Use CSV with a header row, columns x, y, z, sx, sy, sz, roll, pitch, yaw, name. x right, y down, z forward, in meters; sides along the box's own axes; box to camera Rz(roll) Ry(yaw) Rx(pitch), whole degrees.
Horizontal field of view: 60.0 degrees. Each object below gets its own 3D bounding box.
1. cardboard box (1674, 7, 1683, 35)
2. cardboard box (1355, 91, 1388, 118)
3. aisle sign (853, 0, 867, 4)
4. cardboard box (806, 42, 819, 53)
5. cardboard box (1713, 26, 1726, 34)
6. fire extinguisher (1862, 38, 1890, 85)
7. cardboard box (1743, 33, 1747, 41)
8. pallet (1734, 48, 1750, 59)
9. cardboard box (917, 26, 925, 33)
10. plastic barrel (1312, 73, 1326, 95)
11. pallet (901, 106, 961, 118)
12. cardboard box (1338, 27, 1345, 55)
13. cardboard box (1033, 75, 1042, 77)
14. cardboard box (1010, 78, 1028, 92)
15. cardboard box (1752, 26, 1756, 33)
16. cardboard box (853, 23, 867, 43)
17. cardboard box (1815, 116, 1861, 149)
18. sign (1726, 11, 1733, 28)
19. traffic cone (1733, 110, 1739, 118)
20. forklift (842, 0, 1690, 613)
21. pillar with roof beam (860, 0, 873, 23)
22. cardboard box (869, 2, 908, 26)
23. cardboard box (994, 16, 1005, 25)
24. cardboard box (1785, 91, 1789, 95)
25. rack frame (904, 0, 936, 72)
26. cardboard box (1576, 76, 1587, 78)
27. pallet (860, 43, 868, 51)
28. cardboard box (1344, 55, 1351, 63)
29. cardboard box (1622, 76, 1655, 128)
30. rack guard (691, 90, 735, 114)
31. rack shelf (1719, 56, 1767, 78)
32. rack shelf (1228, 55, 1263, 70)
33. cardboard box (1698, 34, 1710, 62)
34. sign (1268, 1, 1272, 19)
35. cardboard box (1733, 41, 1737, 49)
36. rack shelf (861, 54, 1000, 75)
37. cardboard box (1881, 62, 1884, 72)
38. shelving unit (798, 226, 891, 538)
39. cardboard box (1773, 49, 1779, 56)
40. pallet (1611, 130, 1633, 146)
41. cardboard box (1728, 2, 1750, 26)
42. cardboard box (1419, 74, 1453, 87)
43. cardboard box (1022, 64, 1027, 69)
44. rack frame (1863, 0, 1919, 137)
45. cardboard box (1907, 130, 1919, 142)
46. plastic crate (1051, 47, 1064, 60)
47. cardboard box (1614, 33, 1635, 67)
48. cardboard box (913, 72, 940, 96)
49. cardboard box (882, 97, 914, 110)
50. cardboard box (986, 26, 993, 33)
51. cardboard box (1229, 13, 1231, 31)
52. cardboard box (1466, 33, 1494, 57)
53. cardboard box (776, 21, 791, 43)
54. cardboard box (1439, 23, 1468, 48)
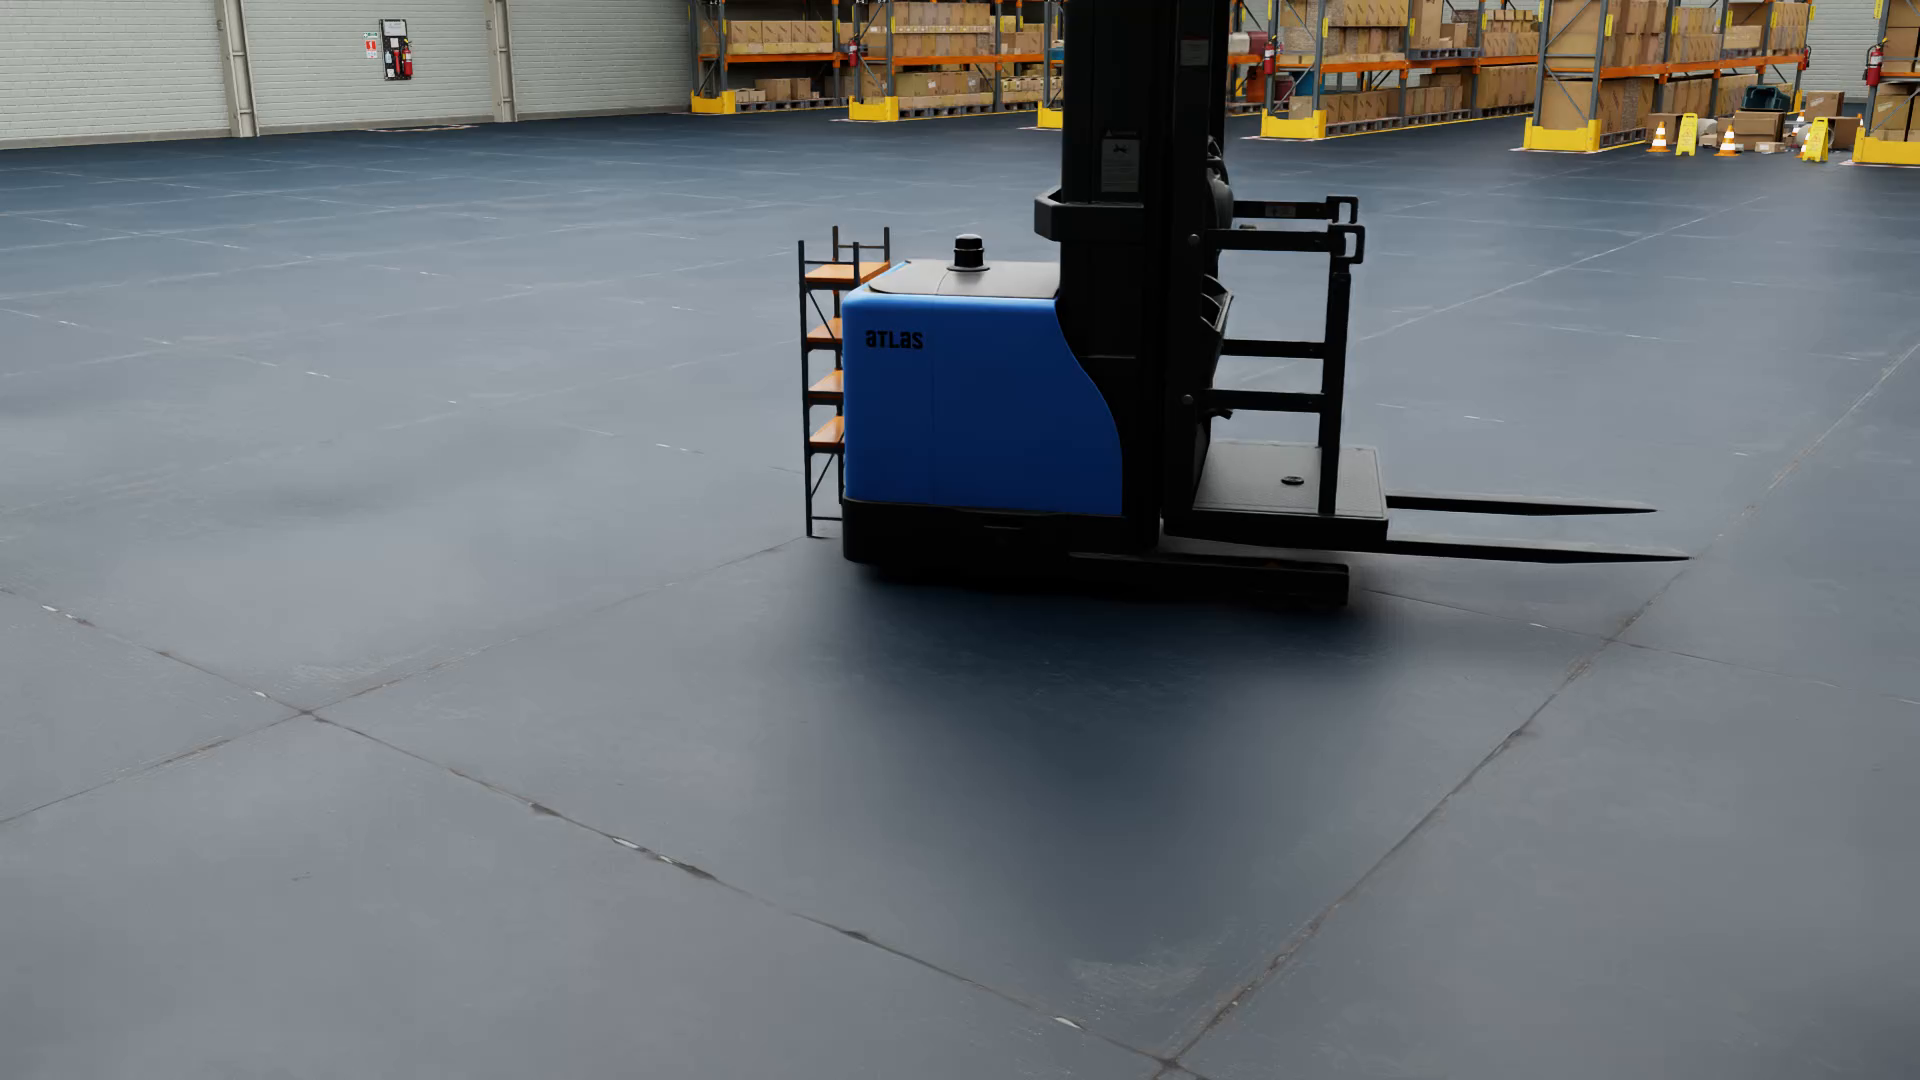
x,y,z,sx,sy,sz,roll,pitch,yaw,name
12.992,-9.663,30.947,0.700,0.500,0.500,12,21,34,cardboard box
8.203,-8.714,33.254,0.500,0.500,0.500,12,21,33,cardboard box
-2.139,-11.872,35.533,0.394,0.787,0.004,12,21,35,aisle sign
-3.803,-12.076,40.792,0.500,0.250,0.500,13,21,35,cardboard box
15.213,-10.289,33.532,0.380,0.149,0.250,12,21,35,cardboard box
13.610,-7.109,24.709,0.296,0.674,0.183,12,21,35,fire extinguisher
16.302,-10.579,34.966,0.380,0.149,0.250,13,21,35,cardboard box
15.926,-10.235,34.968,1.003,0.211,1.213,12,21,35,pallet
-1.000,-11.190,36.456,0.380,0.149,0.250,12,21,34,cardboard box
8.924,-11.648,42.026,0.600,0.901,0.708,12,21,35,plastic barrel
-0.714,-9.742,37.758,1.003,0.211,1.213,12,21,35,pallet
6.641,-9.299,30.961,0.875,0.500,0.500,12,21,35,cardboard box
2.049,-11.456,41.558,0.500,0.311,0.500,12,21,33,cardboard box
1.268,-10.875,39.688,0.500,0.311,0.500,12,21,34,cardboard box
16.766,-10.910,35.530,0.380,0.149,0.250,12,21,33,cardboard box
-2.792,-12.926,42.401,0.700,0.500,0.500,15,23,40,cardboard box
14.701,-6.837,27.914,0.500,0.500,0.500,-4,18,-13,cardboard box
15.227,-10.304,32.913,0.100,0.325,0.005,12,21,35,sign
14.408,-7.736,30.876,0.336,0.463,0.334,12,21,35,traffic cone
1.126,-1.311,6.025,3.031,2.935,1.130,3,18,11,forklift
0.910,-15.322,40.909,9.100,9.000,0.400,12,21,35,pillar with roof beam
-1.544,-11.383,35.986,0.700,0.500,0.500,13,21,35,cardboard box
0.920,-14.608,46.758,0.500,0.250,0.500,13,21,36,cardboard box
19.153,-10.434,38.883,0.380,0.149,0.250,11,21,32,cardboard box
-1.078,-13.374,44.754,1.000,3.000,0.127,12,21,35,rack frame
15.306,-11.673,42.150,0.875,0.875,0.875,12,21,35,cardboard box
-2.224,-12.804,43.241,1.003,0.211,1.213,12,21,35,pallet
7.063,-8.983,31.038,0.380,0.149,0.250,12,21,35,cardboard box
11.965,-7.944,30.140,0.875,0.875,0.875,13,21,36,cardboard box
-5.799,-10.293,39.047,1.175,0.500,0.348,12,21,35,rack guard
15.971,-9.981,35.039,1.077,0.370,4.000,12,21,35,rack shelf
5.687,-10.804,37.689,1.077,0.370,4.000,12,21,35,rack shelf
14.131,-9.503,32.120,0.500,0.500,0.500,12,21,34,cardboard box
5.656,-9.650,30.275,0.100,0.325,0.005,12,21,35,sign
15.845,-10.256,34.428,0.380,0.149,0.250,13,22,36,cardboard box
-0.672,-10.727,37.443,1.077,0.370,4.000,12,21,35,rack shelf
14.161,-7.179,25.226,0.380,0.149,0.250,12,21,34,cardboard box
-0.457,-0.650,6.812,0.258,1.200,0.503,3,18,11,shelving unit
18.175,-10.950,37.370,0.380,0.149,0.250,13,21,36,cardboard box
11.154,-7.104,29.265,1.003,0.211,1.213,12,21,35,pallet
17.226,-11.628,36.773,0.500,0.500,0.500,12,21,33,cardboard box
10.173,-9.830,35.549,0.500,0.250,0.500,16,23,41,cardboard box
2.057,-13.993,49.159,0.380,0.149,0.250,12,21,33,cardboard box
14.049,-7.092,24.523,1.000,3.000,0.127,12,21,35,rack frame
14.751,-6.123,25.330,0.500,0.250,0.500,12,21,34,cardboard box
2.170,-9.819,33.557,0.499,0.251,0.616,12,21,35,plastic crate
10.942,-8.357,28.343,0.875,0.550,0.550,12,21,35,cardboard box
-0.782,-10.169,37.096,0.500,0.500,0.500,12,21,35,cardboard box
-1.366,-9.570,36.432,0.500,0.250,0.500,12,21,35,cardboard box
0.530,-11.802,38.428,0.380,0.149,0.250,12,21,35,cardboard box
7.325,-14.655,47.025,0.500,0.500,0.500,13,22,36,cardboard box
11.365,-10.864,36.501,0.500,0.500,0.500,13,22,36,cardboard box
-4.405,-12.188,39.890,0.500,0.500,0.500,13,22,36,cardboard box
10.315,-10.710,35.299,0.500,0.500,0.700,-16,24,-42,cardboard box
